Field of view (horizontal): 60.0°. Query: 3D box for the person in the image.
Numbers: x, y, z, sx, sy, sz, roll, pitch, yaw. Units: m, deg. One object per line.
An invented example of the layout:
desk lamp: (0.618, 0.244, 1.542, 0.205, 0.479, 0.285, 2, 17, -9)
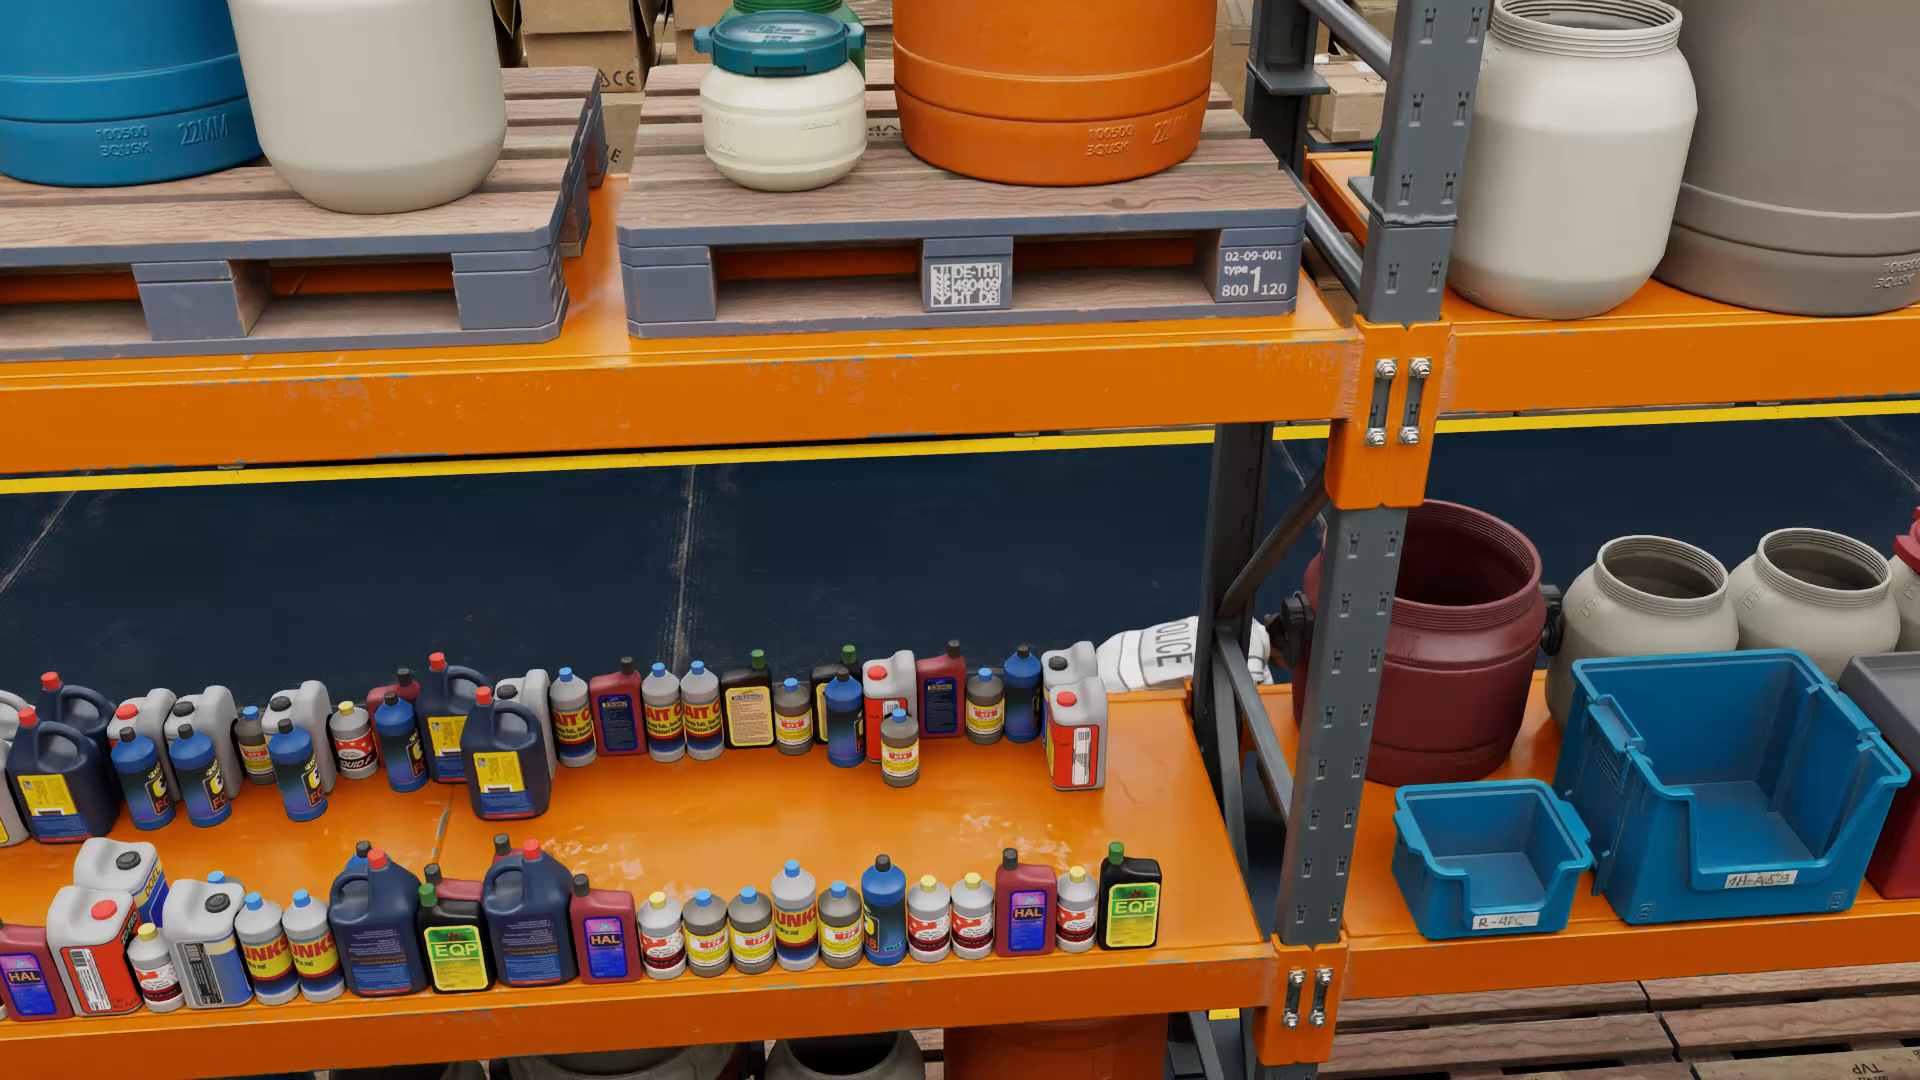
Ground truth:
person: (0.877, 0.609, 5.810, 0.906, 0.970, 0.459, 5, 32, 9)
